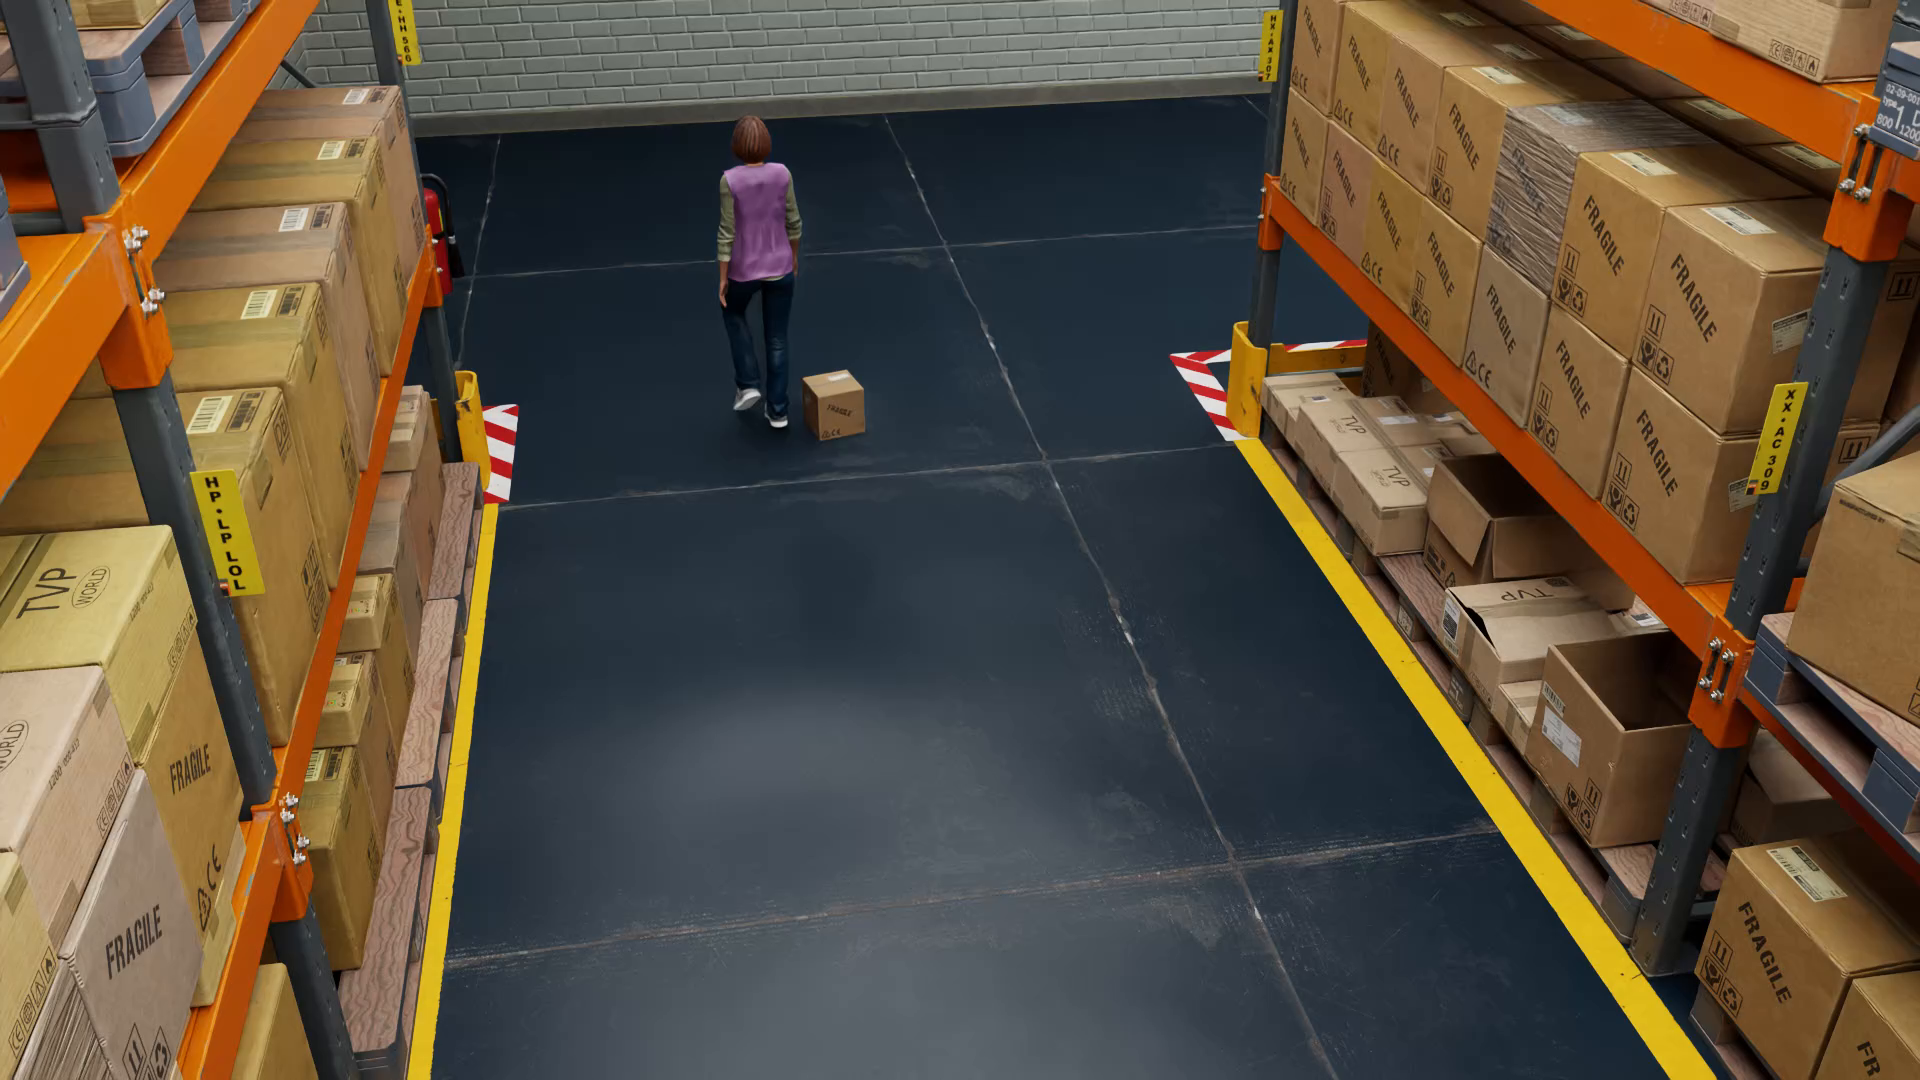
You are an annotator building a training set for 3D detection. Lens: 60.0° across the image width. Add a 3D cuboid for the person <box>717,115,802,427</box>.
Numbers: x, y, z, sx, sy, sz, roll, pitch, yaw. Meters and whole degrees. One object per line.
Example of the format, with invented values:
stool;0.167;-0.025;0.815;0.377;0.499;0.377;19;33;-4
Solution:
person;-1.001;-1.279;8.356;0.456;1.537;0.495;-9;32;-15
